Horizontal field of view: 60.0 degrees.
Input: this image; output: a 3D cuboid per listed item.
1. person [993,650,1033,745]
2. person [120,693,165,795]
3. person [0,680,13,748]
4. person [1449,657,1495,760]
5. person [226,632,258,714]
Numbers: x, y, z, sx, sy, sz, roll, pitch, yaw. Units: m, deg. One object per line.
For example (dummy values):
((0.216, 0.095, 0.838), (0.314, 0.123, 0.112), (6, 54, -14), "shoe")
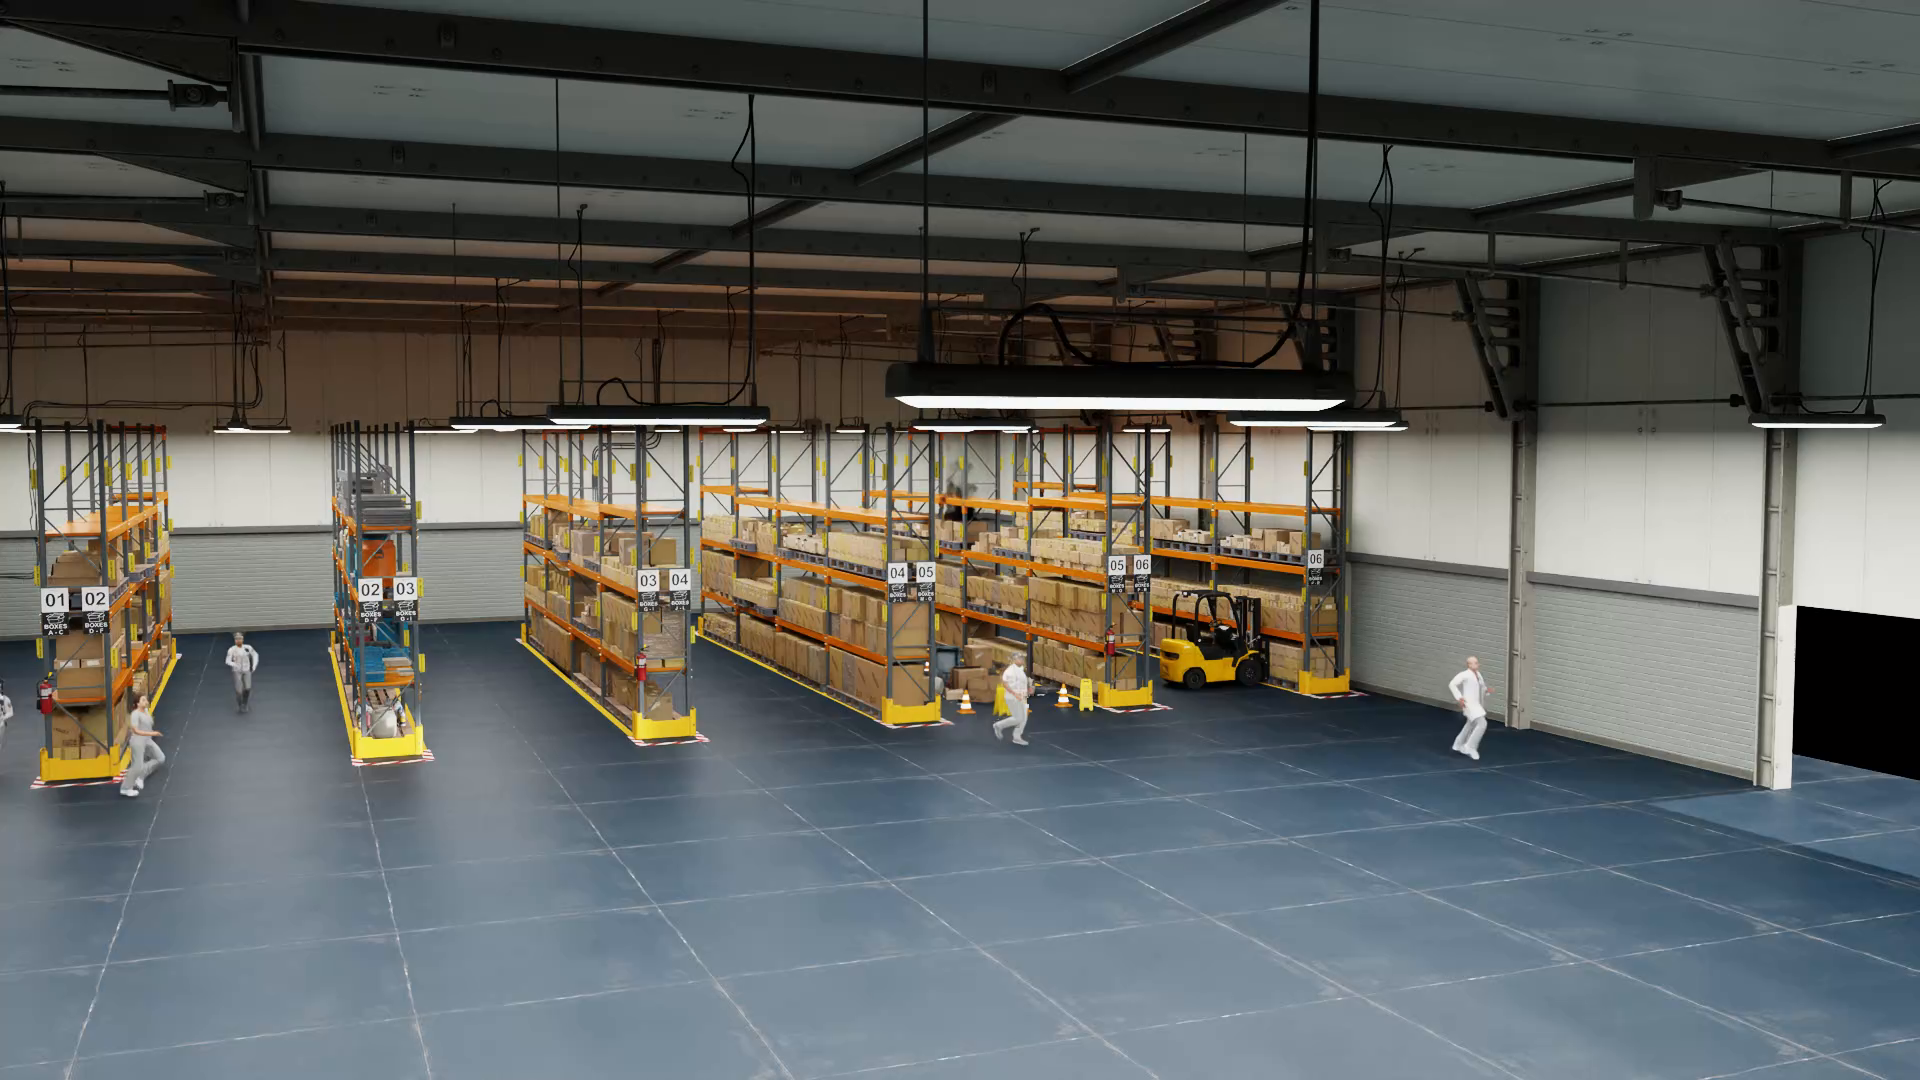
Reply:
((1.000, 2.923, 30.978), (0.659, 1.764, 0.659), (2, 4, 26), "person")
((-13.025, 3.245, 26.523), (0.733, 1.624, 0.589), (0, 4, 6), "person")
((-16.220, 3.146, 27.890), (0.572, 1.652, 0.622), (-2, 4, -33), "person")
((9.121, 2.992, 29.576), (0.798, 1.823, 0.671), (3, 5, 41), "person")
((-14.843, 2.745, 34.406), (0.612, 1.687, 0.667), (-2, 4, -25), "person")
